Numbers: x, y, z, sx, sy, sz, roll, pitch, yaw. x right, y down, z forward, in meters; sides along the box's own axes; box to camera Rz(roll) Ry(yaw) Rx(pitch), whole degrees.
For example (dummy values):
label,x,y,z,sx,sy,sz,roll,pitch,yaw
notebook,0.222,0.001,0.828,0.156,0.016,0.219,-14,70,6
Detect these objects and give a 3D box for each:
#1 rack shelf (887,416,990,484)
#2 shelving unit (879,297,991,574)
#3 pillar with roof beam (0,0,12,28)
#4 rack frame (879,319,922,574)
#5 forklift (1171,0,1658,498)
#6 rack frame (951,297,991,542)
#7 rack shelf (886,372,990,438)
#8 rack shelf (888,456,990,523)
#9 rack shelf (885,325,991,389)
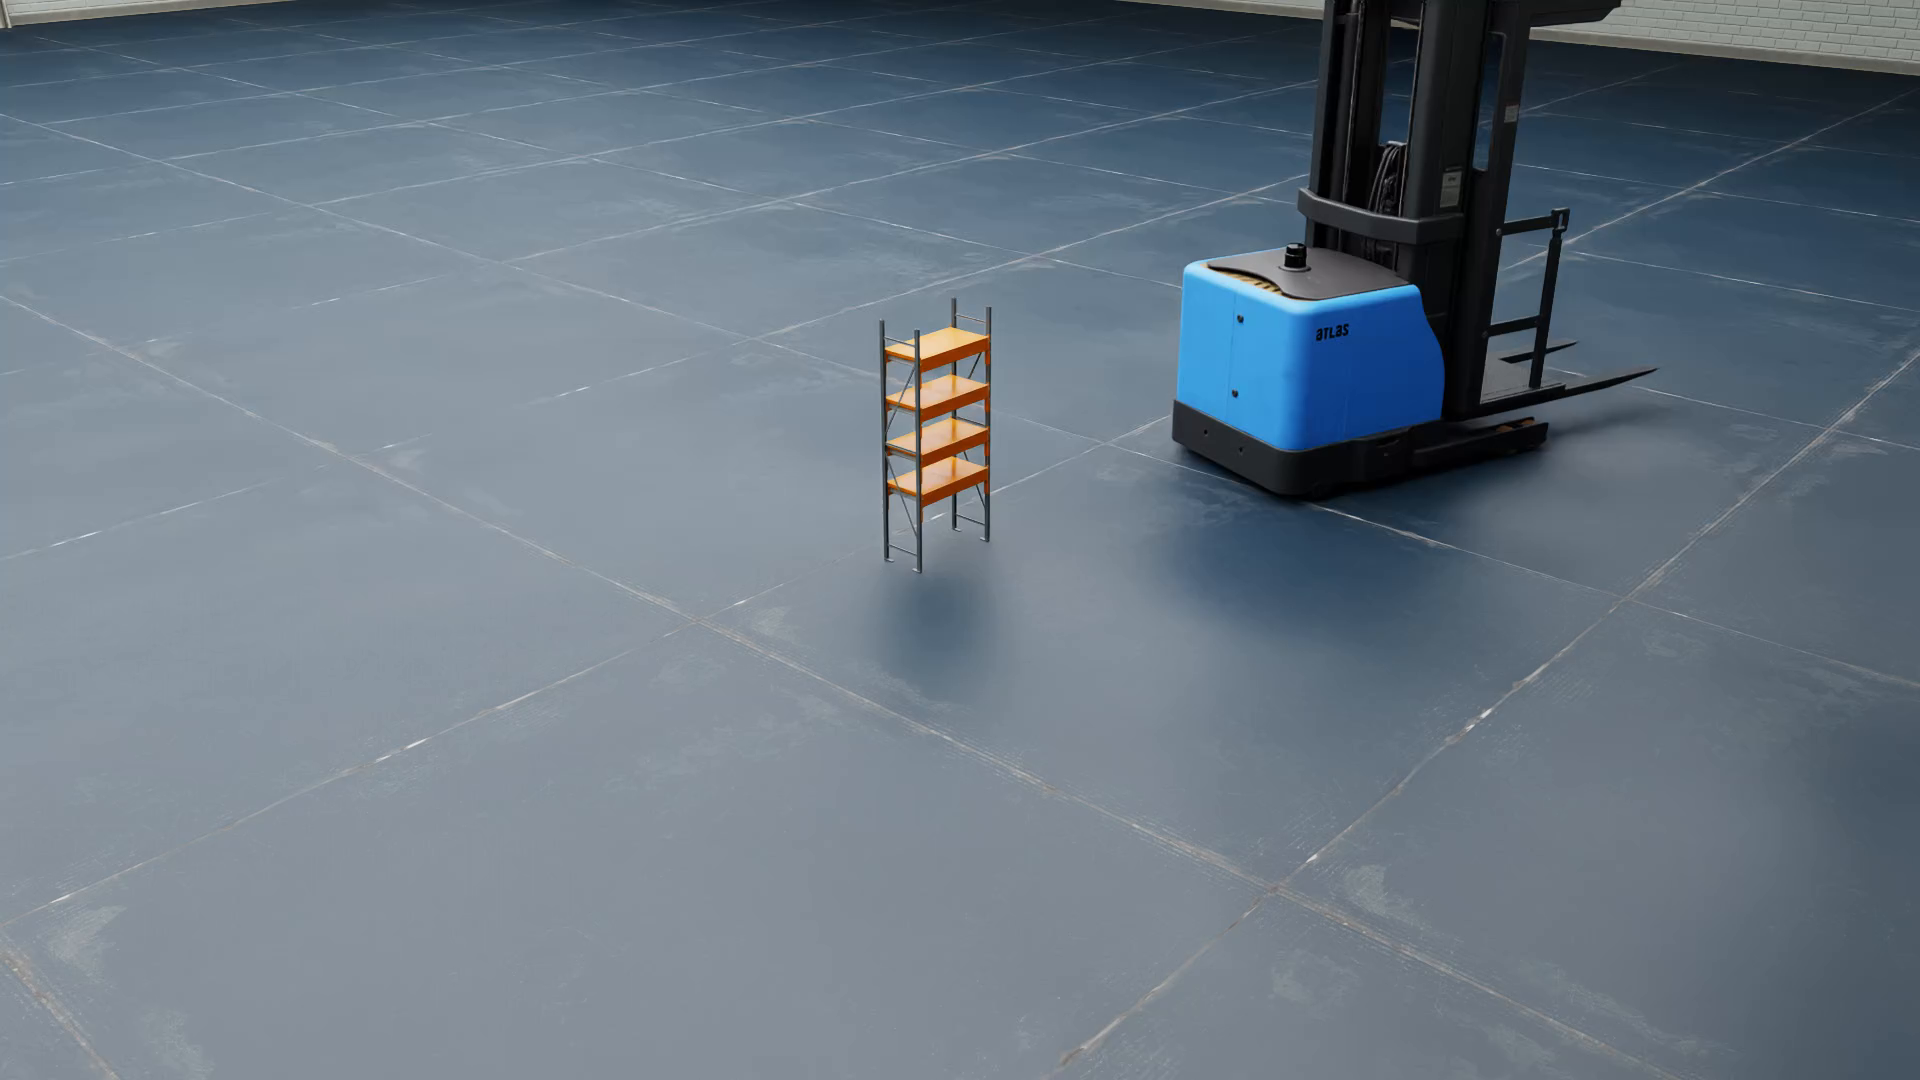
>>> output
label,x,y,z,sx,sy,sz,roll,pitch,yaw
rack shelf,-0.110,-0.436,7.920,0.258,0.148,0.480,20,31,38
shelving unit,-0.110,-0.497,7.892,0.258,1.200,0.503,20,31,38
pillar with roof beam,-12.072,-11.034,21.861,9.100,9.000,0.400,20,31,38
rack frame,-0.273,-0.423,7.726,0.240,1.200,0.015,20,31,38
forklift,2.726,-1.981,9.086,3.031,2.935,1.130,-13,27,-27
rack frame,0.052,-0.571,8.058,0.240,1.200,0.015,20,31,38
rack shelf,-0.110,-0.640,7.828,0.258,0.148,0.480,20,31,38
rack shelf,-0.110,-0.254,8.001,0.258,0.148,0.480,20,31,38
rack shelf,-0.110,-0.856,7.731,0.258,0.148,0.480,20,31,38
